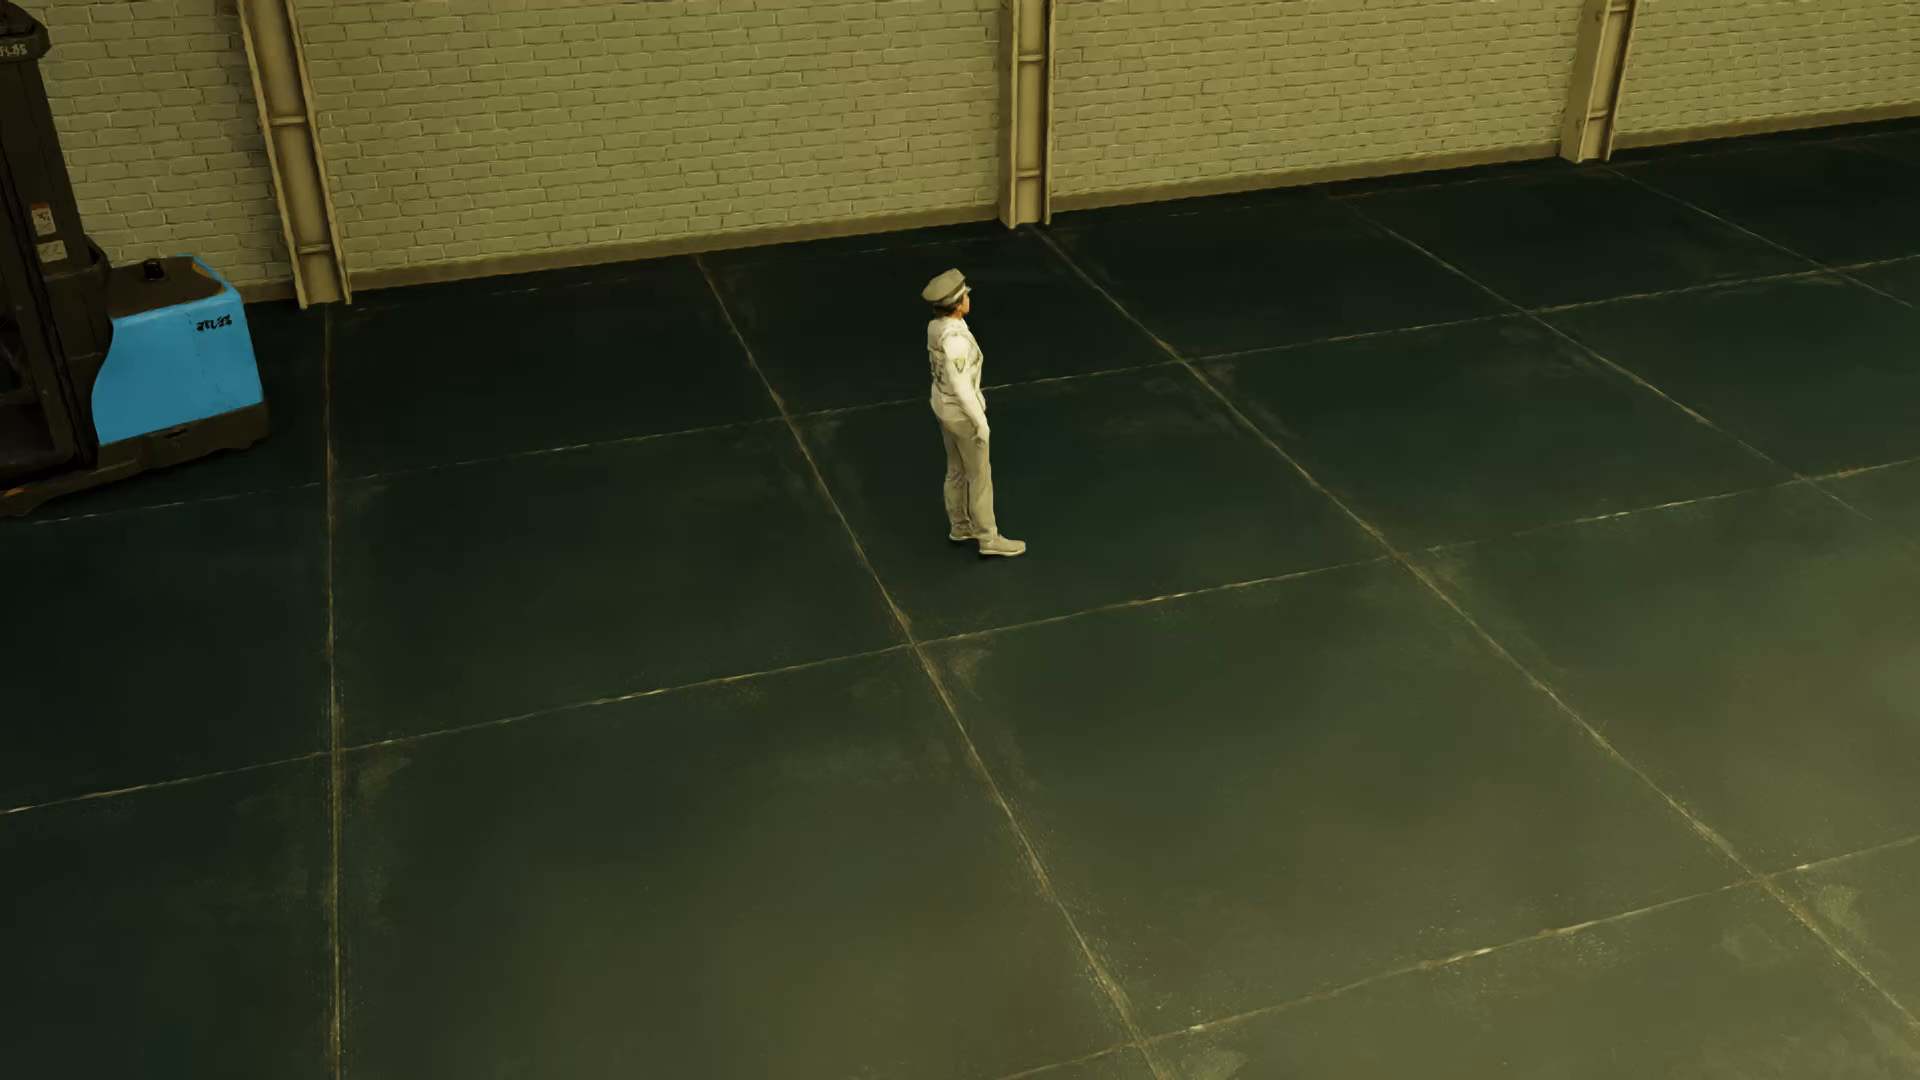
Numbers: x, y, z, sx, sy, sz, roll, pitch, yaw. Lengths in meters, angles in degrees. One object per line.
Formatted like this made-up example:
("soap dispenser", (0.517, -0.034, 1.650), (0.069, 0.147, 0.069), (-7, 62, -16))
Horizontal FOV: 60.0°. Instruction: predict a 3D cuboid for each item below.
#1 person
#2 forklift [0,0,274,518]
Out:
("person", (0.066, -0.748, 9.612), (0.532, 1.695, 0.586), (-10, 31, -16))
("forklift", (-6.068, -1.654, 9.962), (3.031, 2.935, 1.130), (-22, 36, -33))
